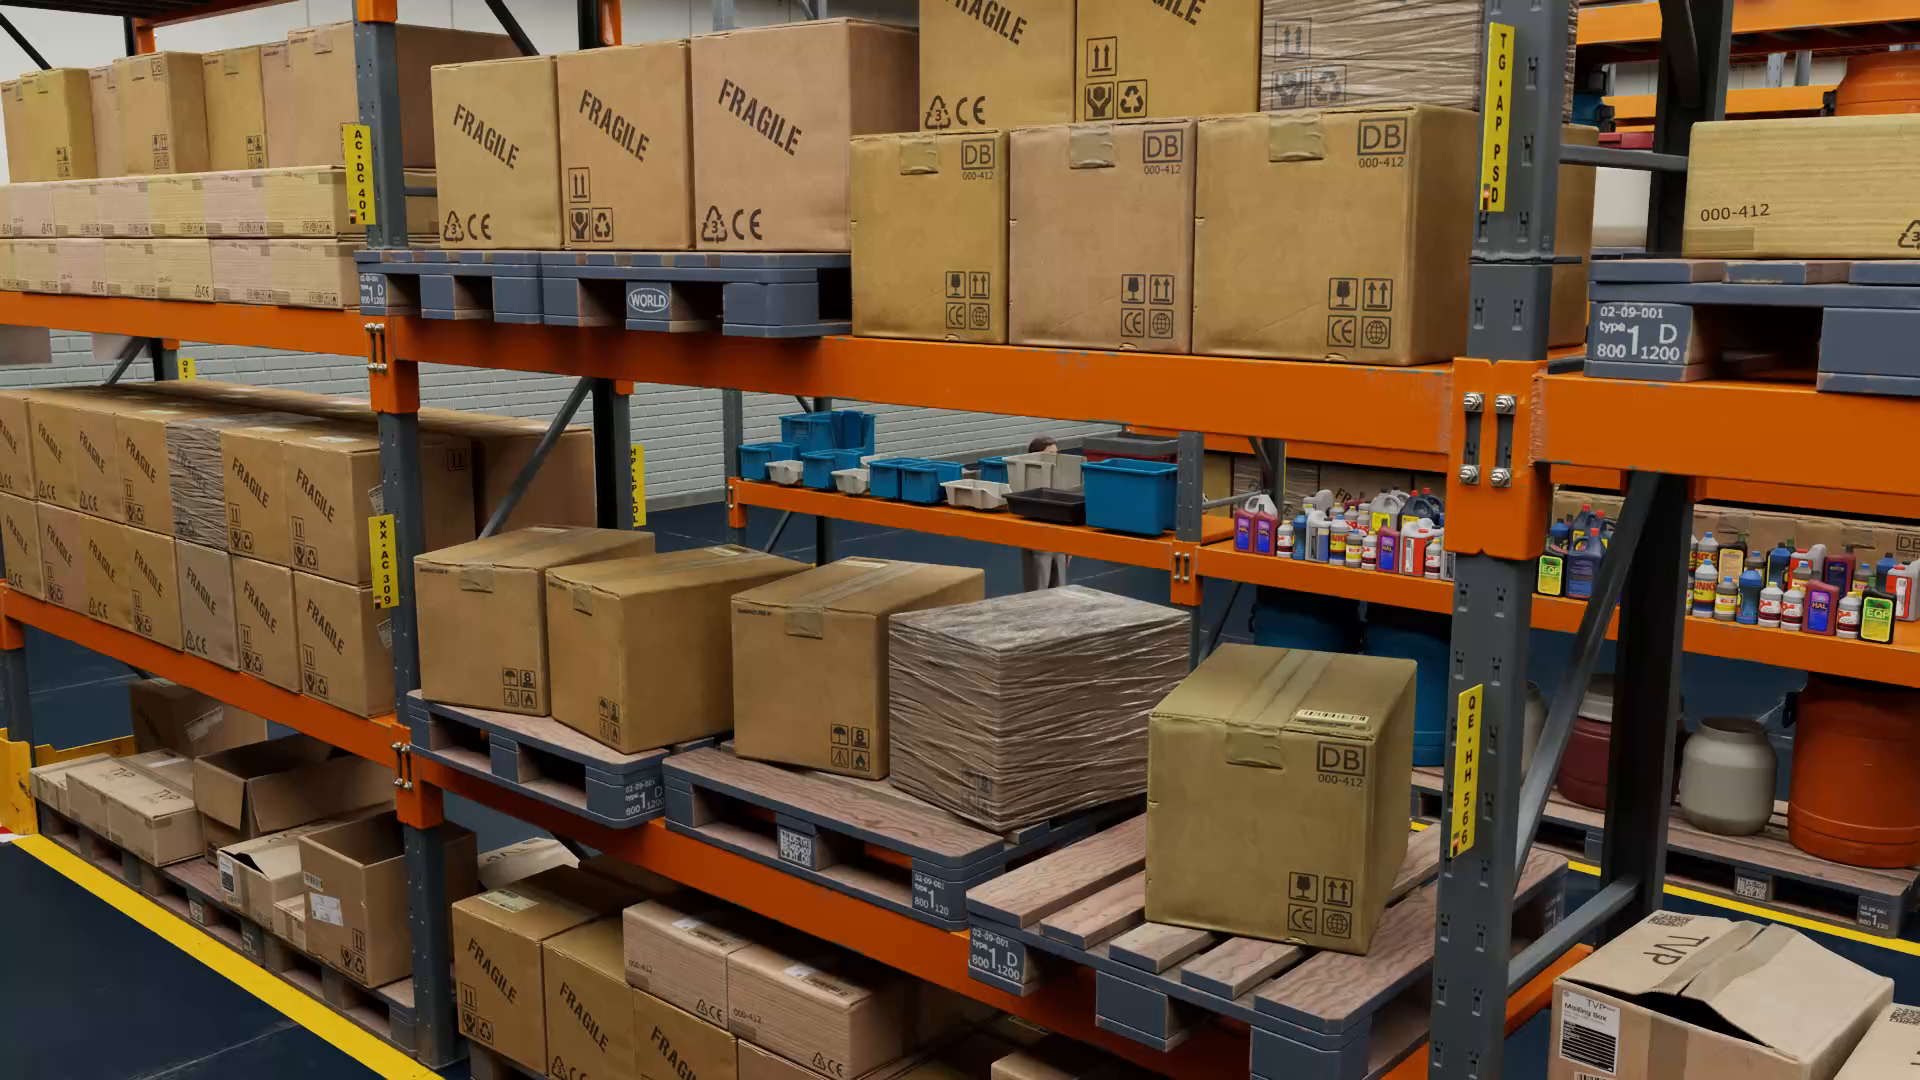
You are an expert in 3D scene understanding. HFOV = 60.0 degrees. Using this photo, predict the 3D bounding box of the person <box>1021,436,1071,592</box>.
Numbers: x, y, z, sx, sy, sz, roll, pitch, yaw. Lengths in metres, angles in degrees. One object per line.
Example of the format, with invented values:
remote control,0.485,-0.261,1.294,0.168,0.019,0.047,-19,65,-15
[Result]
person,0.604,0.110,11.953,0.347,1.626,0.437,9,14,42
